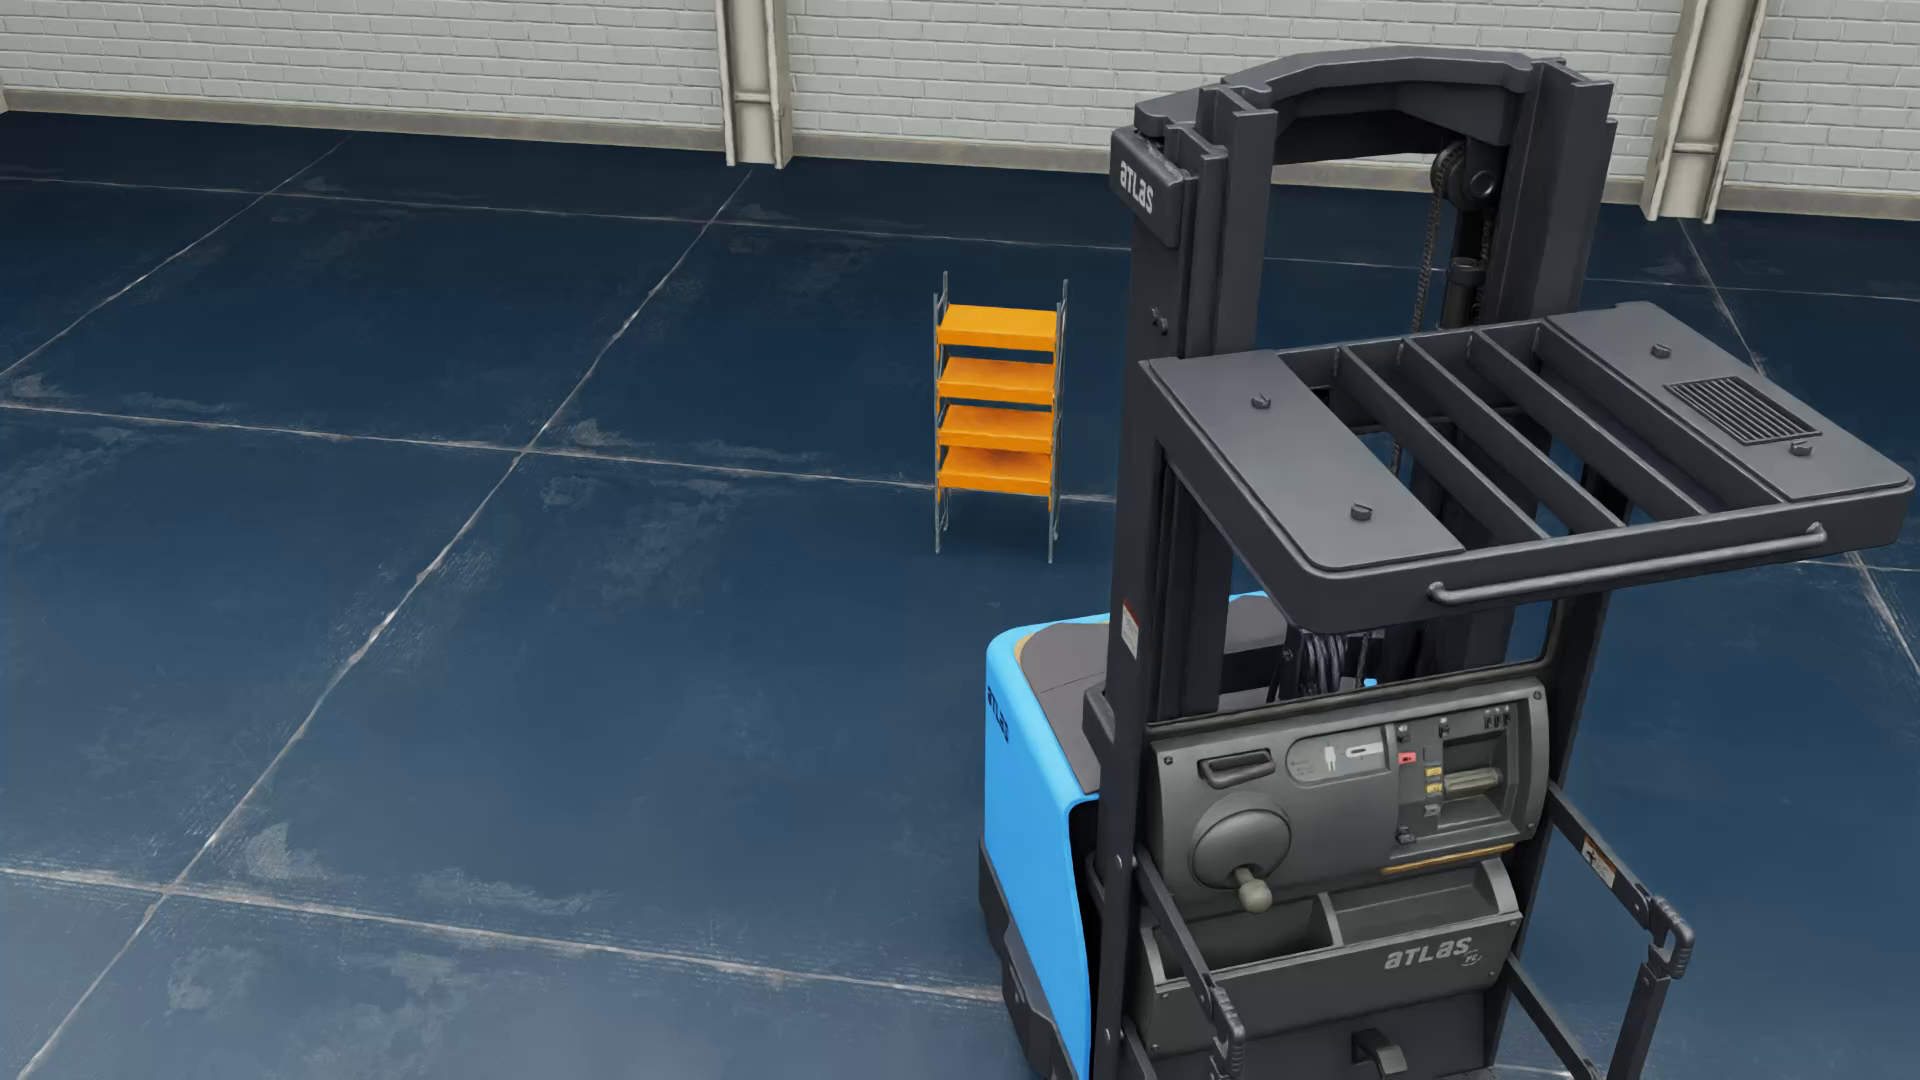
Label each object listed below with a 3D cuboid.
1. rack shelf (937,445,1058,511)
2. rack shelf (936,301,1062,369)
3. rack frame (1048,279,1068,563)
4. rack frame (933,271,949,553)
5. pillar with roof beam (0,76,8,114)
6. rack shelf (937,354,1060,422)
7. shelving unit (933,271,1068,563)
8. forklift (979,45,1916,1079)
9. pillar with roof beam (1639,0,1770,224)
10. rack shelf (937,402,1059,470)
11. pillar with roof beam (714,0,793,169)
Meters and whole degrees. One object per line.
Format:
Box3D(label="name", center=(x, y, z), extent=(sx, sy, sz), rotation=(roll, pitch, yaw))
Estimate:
Box3D(label="rack shelf", center=(0.163, -0.268, 7.049), extent=(0.480, 0.148, 0.258), rotation=(5, 32, 8))
Box3D(label="rack shelf", center=(0.163, -0.827, 6.700), extent=(0.480, 0.148, 0.258), rotation=(5, 32, 8))
Box3D(label="rack frame", center=(0.404, -0.472, 6.873), extent=(0.015, 1.200, 0.240), rotation=(5, 32, 8))
Box3D(label="rack frame", center=(-0.077, -0.516, 6.943), extent=(0.015, 1.200, 0.240), rotation=(5, 32, 8))
Box3D(label="pillar with roof beam", center=(-8.008, -4.710, 6.293), extent=(0.400, 9.000, 9.100), rotation=(5, 32, 8))
Box3D(label="rack shelf", center=(0.163, -0.626, 6.825), extent=(0.480, 0.148, 0.258), rotation=(5, 32, 8))
Box3D(label="shelving unit", center=(0.163, -0.494, 6.908), extent=(0.503, 1.200, 0.258), rotation=(5, 32, 8))
Box3D(label="forklift", center=(0.932, 0.619, 3.498), extent=(1.130, 2.935, 3.031), rotation=(-8, 33, -13))
Box3D(label="pillar with roof beam", center=(3.821, -3.639, 4.582), extent=(0.400, 9.000, 9.100), rotation=(5, 32, 8))
Box3D(label="rack shelf", center=(0.163, -0.437, 6.944), extent=(0.480, 0.148, 0.258), rotation=(5, 32, 8))
Box3D(label="pillar with roof beam", center=(-2.093, -4.174, 5.438), extent=(0.400, 9.000, 9.100), rotation=(5, 32, 8))
